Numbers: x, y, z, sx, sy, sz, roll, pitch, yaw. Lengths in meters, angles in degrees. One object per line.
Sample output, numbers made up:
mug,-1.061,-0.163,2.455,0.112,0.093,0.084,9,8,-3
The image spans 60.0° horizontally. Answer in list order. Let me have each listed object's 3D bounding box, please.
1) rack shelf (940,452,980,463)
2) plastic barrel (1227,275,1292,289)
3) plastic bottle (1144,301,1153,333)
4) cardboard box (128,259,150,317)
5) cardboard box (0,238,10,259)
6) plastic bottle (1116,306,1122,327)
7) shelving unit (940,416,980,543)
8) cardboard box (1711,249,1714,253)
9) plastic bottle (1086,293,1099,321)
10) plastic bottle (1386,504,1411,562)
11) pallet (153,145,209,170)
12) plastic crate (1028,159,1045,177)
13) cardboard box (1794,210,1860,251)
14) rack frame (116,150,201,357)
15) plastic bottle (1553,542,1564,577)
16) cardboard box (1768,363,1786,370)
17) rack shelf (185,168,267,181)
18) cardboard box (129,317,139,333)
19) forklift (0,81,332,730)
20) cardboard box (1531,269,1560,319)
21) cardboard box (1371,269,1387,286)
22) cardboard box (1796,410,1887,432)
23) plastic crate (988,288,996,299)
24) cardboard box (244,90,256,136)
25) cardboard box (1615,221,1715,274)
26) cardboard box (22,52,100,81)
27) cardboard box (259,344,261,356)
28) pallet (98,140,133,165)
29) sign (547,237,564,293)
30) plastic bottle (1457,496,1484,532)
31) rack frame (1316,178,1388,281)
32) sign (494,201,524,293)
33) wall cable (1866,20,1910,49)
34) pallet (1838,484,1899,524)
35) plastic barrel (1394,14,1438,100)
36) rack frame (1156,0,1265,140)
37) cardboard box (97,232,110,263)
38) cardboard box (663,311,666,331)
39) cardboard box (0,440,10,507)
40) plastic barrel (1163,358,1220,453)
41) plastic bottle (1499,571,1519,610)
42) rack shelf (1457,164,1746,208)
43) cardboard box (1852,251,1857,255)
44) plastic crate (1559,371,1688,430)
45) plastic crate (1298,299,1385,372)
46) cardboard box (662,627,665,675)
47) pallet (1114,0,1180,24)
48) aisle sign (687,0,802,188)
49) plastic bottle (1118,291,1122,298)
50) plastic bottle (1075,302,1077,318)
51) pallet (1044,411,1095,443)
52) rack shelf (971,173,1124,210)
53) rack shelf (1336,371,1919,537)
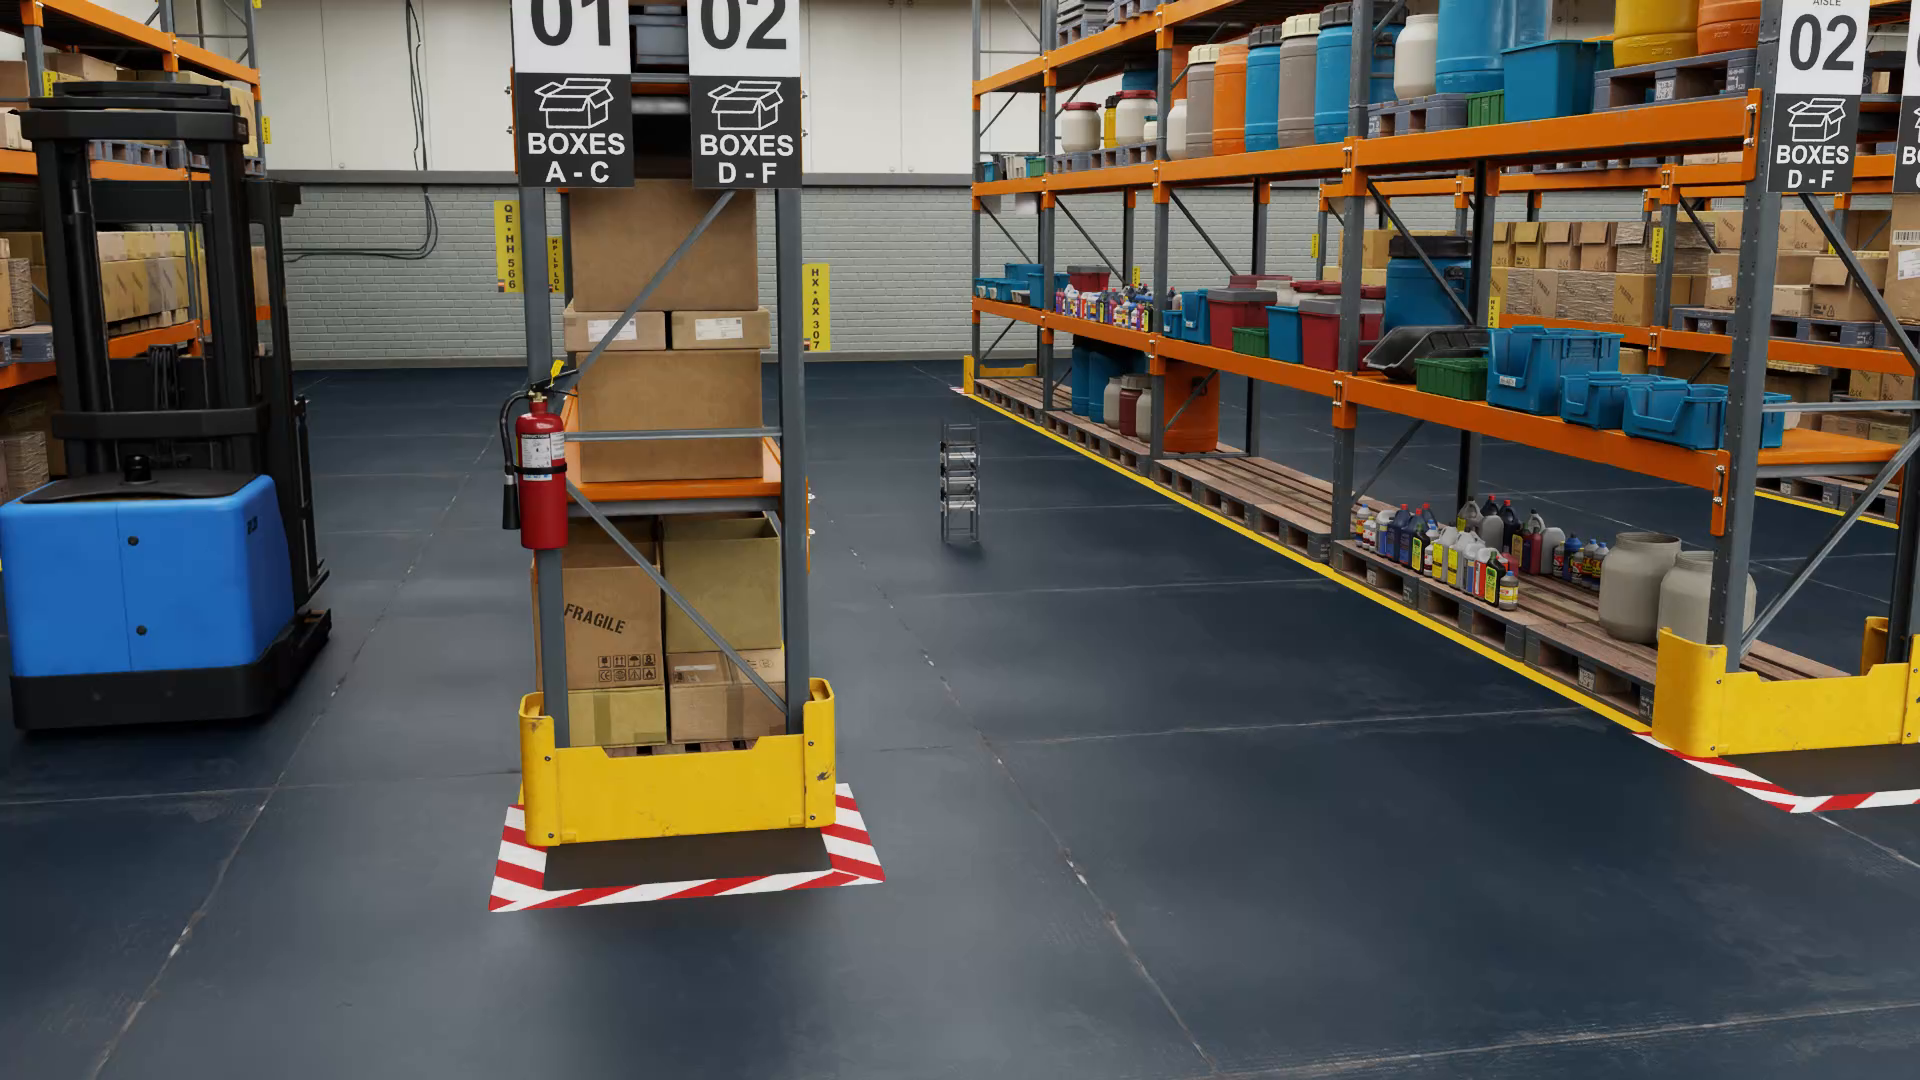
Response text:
rack shelf,-0.002,-0.588,12.093,0.258,0.077,0.200,-2,11,-11
plastic barrel,2.608,-2.026,14.456,0.600,0.536,0.708,-2,11,-11
plastic bottle,1.723,-2.035,15.177,0.061,0.283,0.133,-2,11,-11
cardboard box,-7.638,-2.259,14.928,0.500,0.500,0.500,-2,11,-9
cardboard box,-7.401,-2.195,12.527,0.380,0.149,0.250,-4,11,-18
plastic bottle,1.560,-2.166,16.084,0.097,0.201,0.097,0,11,0
shelving unit,-0.002,-0.444,12.120,0.258,0.900,0.210,-2,11,-11
cardboard box,10.436,-3.758,22.855,0.500,0.500,0.500,-2,11,-10
plastic bottle,1.384,-2.395,17.089,0.152,0.276,0.135,-2,11,-11
plastic bottle,2.748,-0.051,10.353,0.144,0.351,0.185,-2,11,-9
pallet,-8.424,-3.987,17.337,1.003,0.211,1.213,-2,11,-11
plastic crate,1.064,-4.203,18.802,0.450,0.188,0.662,-2,11,-11
cardboard box,10.829,-3.872,20.779,0.500,0.500,0.500,-3,11,-13
rack frame,-8.275,-2.407,16.819,1.000,3.000,0.127,-2,11,-11
plastic bottle,3.584,0.111,9.896,0.097,0.201,0.097,0,11,0
cardboard box,10.679,-2.205,21.464,0.380,0.149,0.250,-3,11,-13
rack shelf,-8.664,-3.894,18.533,1.077,0.370,4.000,-2,11,-11
cardboard box,-7.687,-1.958,15.078,0.380,0.149,0.250,-2,11,-9
forklift,-4.014,-0.820,8.665,1.130,2.935,3.031,-2,11,-12
cardboard box,6.446,-2.624,17.695,0.500,0.500,0.500,-2,11,-10
cardboard box,5.660,-3.373,21.499,0.500,0.250,0.500,-2,11,-12
cardboard box,7.466,-0.875,14.278,0.700,0.500,0.500,-1,11,-6
plastic crate,0.503,-3.157,21.306,0.250,0.136,0.298,-2,11,-11
cardboard box,-8.643,-5.040,19.635,0.500,0.500,0.500,-2,11,-11
cardboard box,6.953,-2.890,16.408,0.797,0.503,0.637,-2,11,-9
cardboard box,-8.111,-4.247,15.016,0.500,0.250,0.500,-2,11,-13
cardboard box,-8.565,-2.249,19.817,0.380,0.149,0.250,-2,11,-9
pallet,-7.895,-3.375,14.389,1.003,0.211,1.213,-2,11,-8
sign,-2.391,-1.629,9.846,0.100,0.325,0.005,-2,11,-11
plastic bottle,3.265,-0.102,10.617,0.144,0.351,0.185,-2,11,-11
rack frame,5.523,-3.681,23.513,1.000,3.000,0.127,-2,11,-11
sign,-1.618,-1.055,5.985,0.100,0.325,0.005,-2,11,-11
wall cable,17.339,-8.161,30.906,2.988,3.039,0.133,-2,11,-11
pallet,7.704,-0.253,12.960,1.003,0.211,1.213,-2,11,-11
plastic barrel,2.890,-2.948,10.221,0.421,0.512,0.421,0,11,0
rack frame,2.221,-4.981,14.297,1.000,3.000,0.127,-2,11,-11
cardboard box,-7.438,-2.438,13.860,0.500,0.250,0.500,-2,11,-12
cardboard box,-1.150,-1.024,7.550,0.380,0.149,0.250,-3,11,-13
cardboard box,-7.320,-0.432,11.955,0.700,0.500,0.500,-2,11,-11
plastic barrel,2.109,-1.263,15.489,0.600,0.830,0.708,-2,11,-11
plastic bottle,2.989,0.271,9.055,0.097,0.201,0.097,0,11,0
rack shelf,6.690,-3.701,17.518,1.077,0.370,4.000,-2,11,-11
cardboard box,10.811,-3.395,19.970,0.380,0.149,0.250,-2,11,-8
plastic crate,3.265,-0.693,8.215,0.499,0.251,0.408,-2,11,-11
plastic crate,2.604,-1.409,11.405,0.402,0.464,0.583,-2,11,-11
cardboard box,-1.167,0.468,7.946,0.500,0.250,0.500,-2,11,-11
pallet,2.110,-4.825,15.053,1.213,0.211,1.003,-2,11,-11
aisle sign,-0.770,-1.663,5.958,0.394,0.787,0.004,-2,11,-11
plastic bottle,1.836,-2.646,18.406,0.152,0.276,0.135,-2,11,-11
plastic bottle,1.264,-2.446,17.555,0.097,0.201,0.097,0,11,0
pallet,1.552,-1.254,18.221,1.003,0.211,1.213,-2,11,-11
rack shelf,1.054,-4.254,20.426,1.077,0.370,4.000,-2,11,-11
rack shelf,3.387,-0.580,9.143,1.077,0.370,4.000,-2,11,-11
